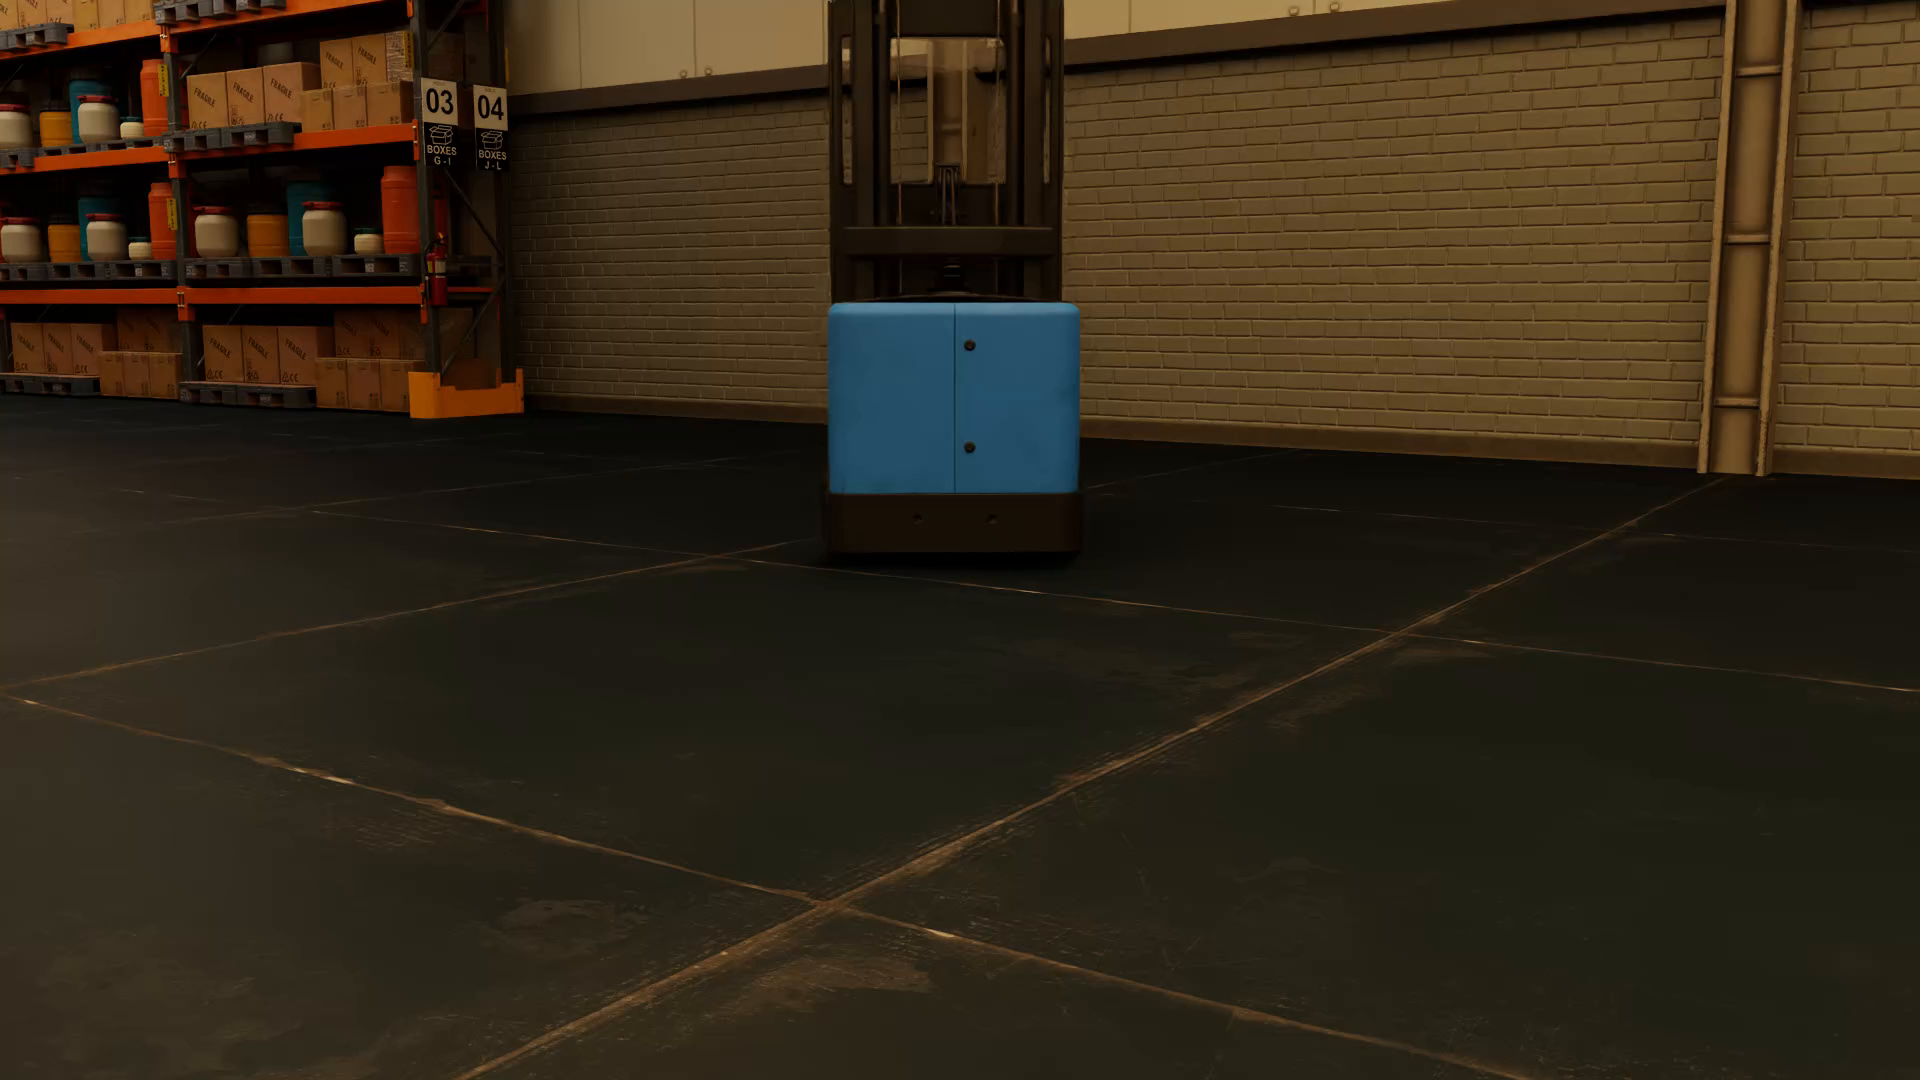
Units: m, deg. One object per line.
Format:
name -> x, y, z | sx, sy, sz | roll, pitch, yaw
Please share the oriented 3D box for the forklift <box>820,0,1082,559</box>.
forklift -> -0.075, -1.541, 8.032 | 1.130, 2.935, 3.031 | 0, 8, -2
